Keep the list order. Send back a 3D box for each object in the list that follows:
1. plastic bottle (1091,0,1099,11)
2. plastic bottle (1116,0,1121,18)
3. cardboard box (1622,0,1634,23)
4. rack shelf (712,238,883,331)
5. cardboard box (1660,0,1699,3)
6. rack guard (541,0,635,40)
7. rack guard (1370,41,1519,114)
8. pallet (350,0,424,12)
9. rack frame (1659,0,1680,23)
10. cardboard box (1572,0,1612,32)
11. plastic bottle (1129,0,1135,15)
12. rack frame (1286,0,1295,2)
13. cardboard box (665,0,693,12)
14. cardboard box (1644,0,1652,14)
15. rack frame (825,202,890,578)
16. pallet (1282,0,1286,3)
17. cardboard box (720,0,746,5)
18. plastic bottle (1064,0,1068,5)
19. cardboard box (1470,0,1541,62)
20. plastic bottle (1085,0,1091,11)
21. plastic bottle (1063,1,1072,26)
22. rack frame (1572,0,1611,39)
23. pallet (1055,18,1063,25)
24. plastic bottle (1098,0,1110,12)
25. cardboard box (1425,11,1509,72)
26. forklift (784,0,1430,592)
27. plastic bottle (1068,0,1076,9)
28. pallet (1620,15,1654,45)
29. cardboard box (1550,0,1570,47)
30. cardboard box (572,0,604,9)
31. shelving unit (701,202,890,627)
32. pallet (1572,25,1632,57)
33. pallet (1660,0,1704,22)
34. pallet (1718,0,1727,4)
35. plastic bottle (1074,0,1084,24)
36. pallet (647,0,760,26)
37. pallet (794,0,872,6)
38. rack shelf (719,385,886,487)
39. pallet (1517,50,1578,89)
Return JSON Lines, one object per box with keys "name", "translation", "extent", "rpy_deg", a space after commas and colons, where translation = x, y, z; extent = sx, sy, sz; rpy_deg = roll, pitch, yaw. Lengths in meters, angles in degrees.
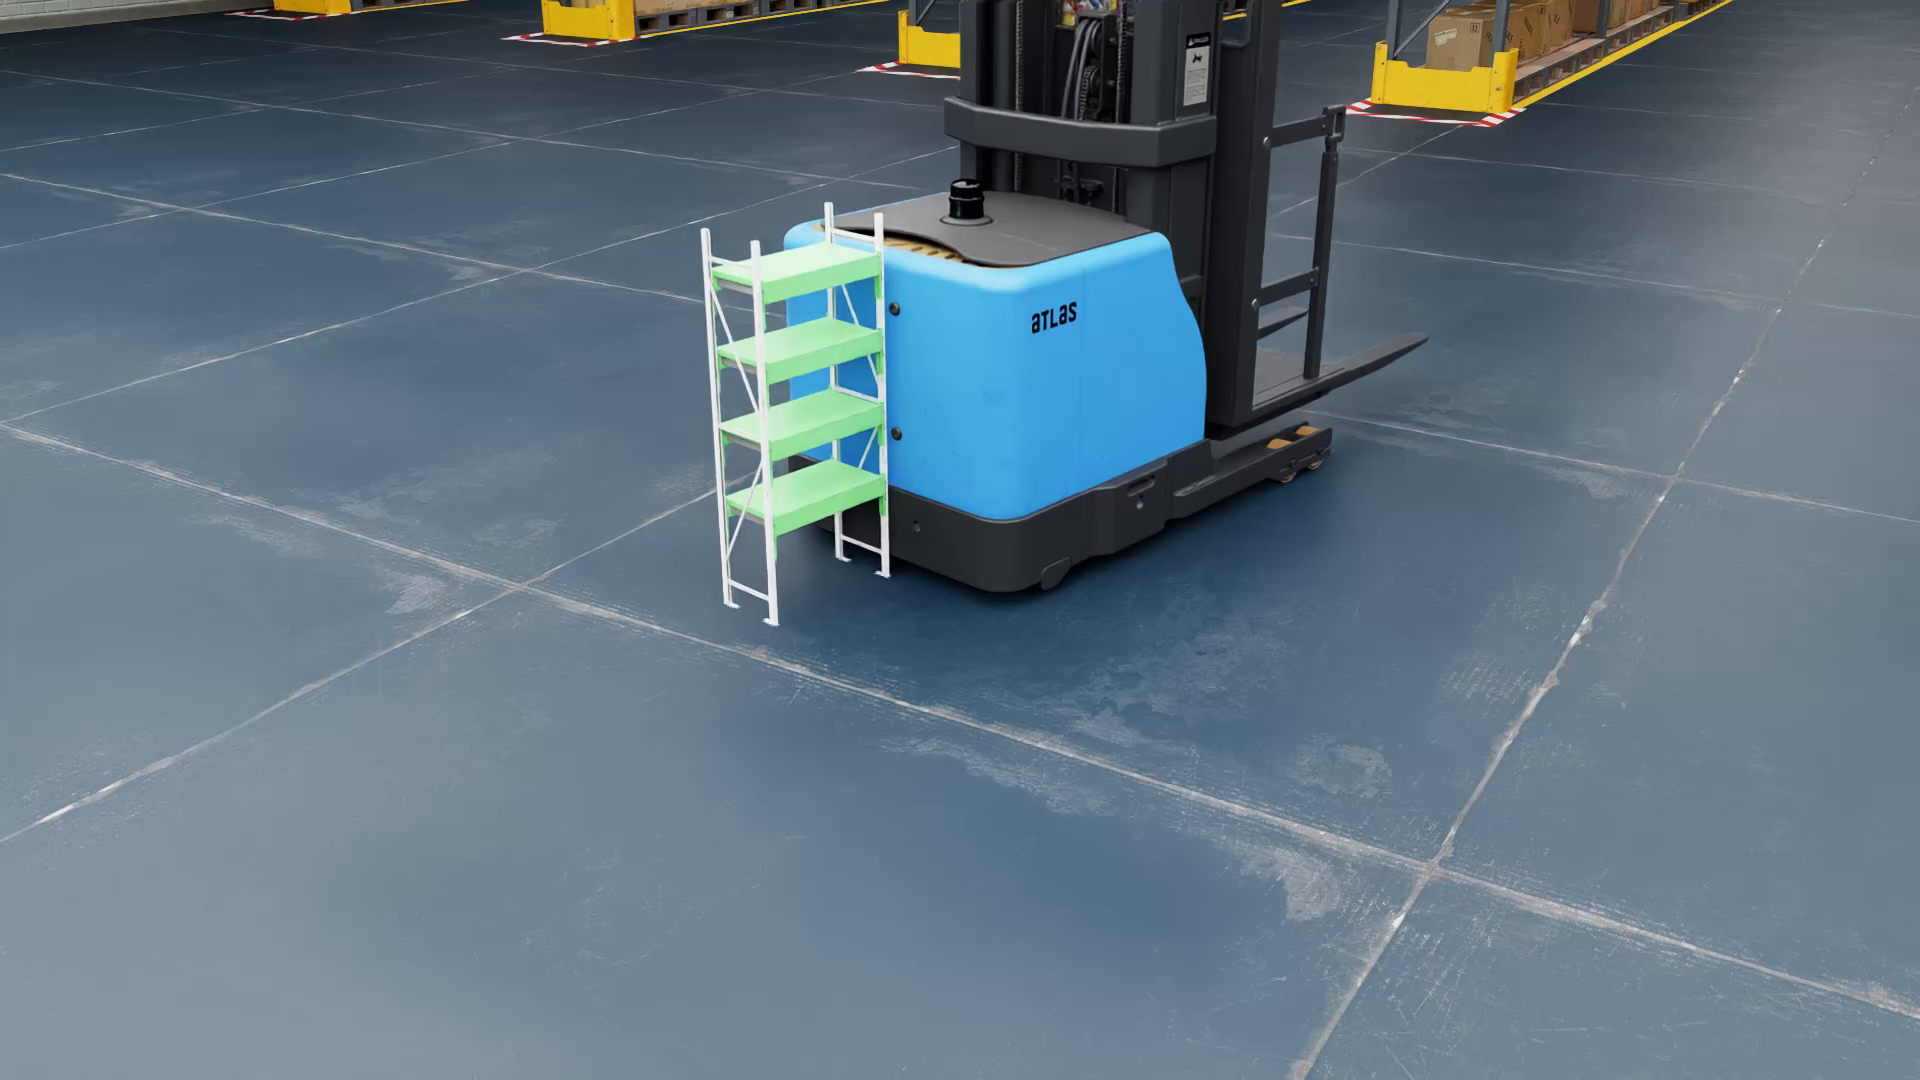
{"name": "plastic bottle", "translation": [1.498, -5.891, 18.462], "extent": [0.097, 0.271, 0.097], "rpy_deg": [0, 23, 0]}
{"name": "plastic bottle", "translation": [1.799, -6.076, 18.874], "extent": [0.061, 0.283, 0.133], "rpy_deg": [16, 28, 32]}
{"name": "cardboard box", "translation": [7.158, -6.092, 18.639], "extent": [0.700, 0.500, 0.500], "rpy_deg": [11, 26, 24]}
{"name": "rack shelf", "translation": [-0.490, -0.770, 4.971], "extent": [0.258, 0.148, 0.480], "rpy_deg": [20, 30, 38]}
{"name": "cardboard box", "translation": [8.745, -7.285, 20.948], "extent": [1.225, 0.875, 0.875], "rpy_deg": [12, 26, 27]}
{"name": "rack guard", "translation": [-4.283, -6.060, 19.120], "extent": [1.175, 0.500, 0.348], "rpy_deg": [14, 27, 29]}
{"name": "rack guard", "translation": [4.184, -4.017, 14.400], "extent": [1.175, 0.500, 0.348], "rpy_deg": [14, 27, 29]}
{"name": "pallet", "translation": [-7.982, -7.265, 22.267], "extent": [1.003, 0.211, 1.213], "rpy_deg": [14, 27, 29]}
{"name": "rack frame", "translation": [8.364, -7.839, 20.081], "extent": [1.000, 3.000, 0.127], "rpy_deg": [14, 27, 29]}
{"name": "cardboard box", "translation": [6.596, -5.746, 17.840], "extent": [0.700, 0.500, 0.500], "rpy_deg": [12, 26, 25]}
{"name": "plastic bottle", "translation": [1.951, -6.235, 19.157], "extent": [0.144, 0.351, 0.185], "rpy_deg": [13, 27, 28]}
{"name": "rack frame", "translation": [4.156, -8.876, 22.479], "extent": [1.000, 3.000, 0.127], "rpy_deg": [14, 27, 29]}
{"name": "cardboard box", "translation": [-3.538, -6.450, 19.807], "extent": [0.500, 0.250, 0.500], "rpy_deg": [14, 27, 29]}
{"name": "cardboard box", "translation": [7.746, -6.473, 19.520], "extent": [0.700, 0.500, 0.500], "rpy_deg": [11, 26, 25]}
{"name": "rack frame", "translation": [-0.325, -0.459, 5.301], "extent": [0.240, 1.200, 0.015], "rpy_deg": [20, 30, 38]}
{"name": "pallet", "translation": [3.714, -7.343, 22.447], "extent": [1.003, 0.211, 1.213], "rpy_deg": [14, 27, 29]}
{"name": "cardboard box", "translation": [-3.006, -6.787, 20.584], "extent": [0.500, 0.250, 0.500], "rpy_deg": [14, 27, 29]}
{"name": "plastic bottle", "translation": [1.168, -6.264, 19.223], "extent": [0.144, 0.351, 0.185], "rpy_deg": [13, 26, 27]}
{"name": "cardboard box", "translation": [5.120, -4.808, 15.697], "extent": [0.500, 0.500, 0.500], "rpy_deg": [17, 29, 34]}
{"name": "plastic bottle", "translation": [1.391, -5.822, 18.304], "extent": [0.097, 0.271, 0.097], "rpy_deg": [0, 23, 0]}
{"name": "plastic bottle", "translation": [1.157, -5.673, 17.959], "extent": [0.097, 0.271, 0.097], "rpy_deg": [0, 23, 0]}
{"name": "rack frame", "translation": [6.254, -6.489, 16.963], "extent": [1.000, 3.000, 0.127], "rpy_deg": [14, 27, 29]}
{"name": "pallet", "translation": [1.014, -5.615, 18.456], "extent": [1.003, 0.211, 1.213], "rpy_deg": [14, 27, 29]}
{"name": "plastic bottle", "translation": [1.590, -5.973, 18.646], "extent": [0.152, 0.276, 0.135], "rpy_deg": [14, 27, 30]}
{"name": "cardboard box", "translation": [4.487, -4.391, 14.736], "extent": [0.500, 0.500, 0.500], "rpy_deg": [20, 30, 38]}
{"name": "forklift", "translation": [0.778, -1.680, 5.942], "extent": [1.130, 2.935, 3.031], "rpy_deg": [20, 30, 38]}
{"name": "plastic bottle", "translation": [1.294, -6.217, 19.215], "extent": [0.097, 0.271, 0.097], "rpy_deg": [0, 23, 0]}
{"name": "pallet", "translation": [7.306, -5.885, 19.079], "extent": [1.003, 0.211, 1.213], "rpy_deg": [14, 27, 29]}
{"name": "cardboard box", "translation": [5.713, -5.213, 16.633], "extent": [0.500, 0.500, 0.500], "rpy_deg": [-18, 29, -36]}
{"name": "cardboard box", "translation": [-4.238, -6.389, 19.666], "extent": [0.500, 0.250, 0.500], "rpy_deg": [14, 27, 29]}
{"name": "shelving unit", "translation": [-0.490, -0.388, 5.136], "extent": [0.258, 1.200, 0.503], "rpy_deg": [20, 30, 38]}
{"name": "pallet", "translation": [6.663, -5.472, 18.124], "extent": [1.003, 0.211, 1.213], "rpy_deg": [14, 27, 29]}
{"name": "pallet", "translation": [8.844, -6.809, 21.213], "extent": [1.003, 0.211, 1.213], "rpy_deg": [14, 27, 29]}
{"name": "pallet", "translation": [10.131, -7.633, 23.116], "extent": [1.003, 0.211, 1.213], "rpy_deg": [14, 27, 29]}
{"name": "plastic bottle", "translation": [1.292, -5.751, 18.124], "extent": [0.061, 0.283, 0.133], "rpy_deg": [14, 27, 30]}
{"name": "pallet", "translation": [-3.258, -6.613, 20.760], "extent": [1.003, 0.211, 1.213], "rpy_deg": [14, 27, 29]}
{"name": "pallet", "translation": [-1.805, -7.543, 22.908], "extent": [1.003, 0.211, 1.213], "rpy_deg": [14, 27, 29]}
{"name": "rack shelf", "translation": [-0.490, -0.330, 5.162], "extent": [0.258, 0.148, 0.480], "rpy_deg": [20, 30, 38]}
{"name": "pallet", "translation": [5.287, -4.561, 16.021], "extent": [1.003, 0.211, 1.213], "rpy_deg": [14, 27, 29]}
